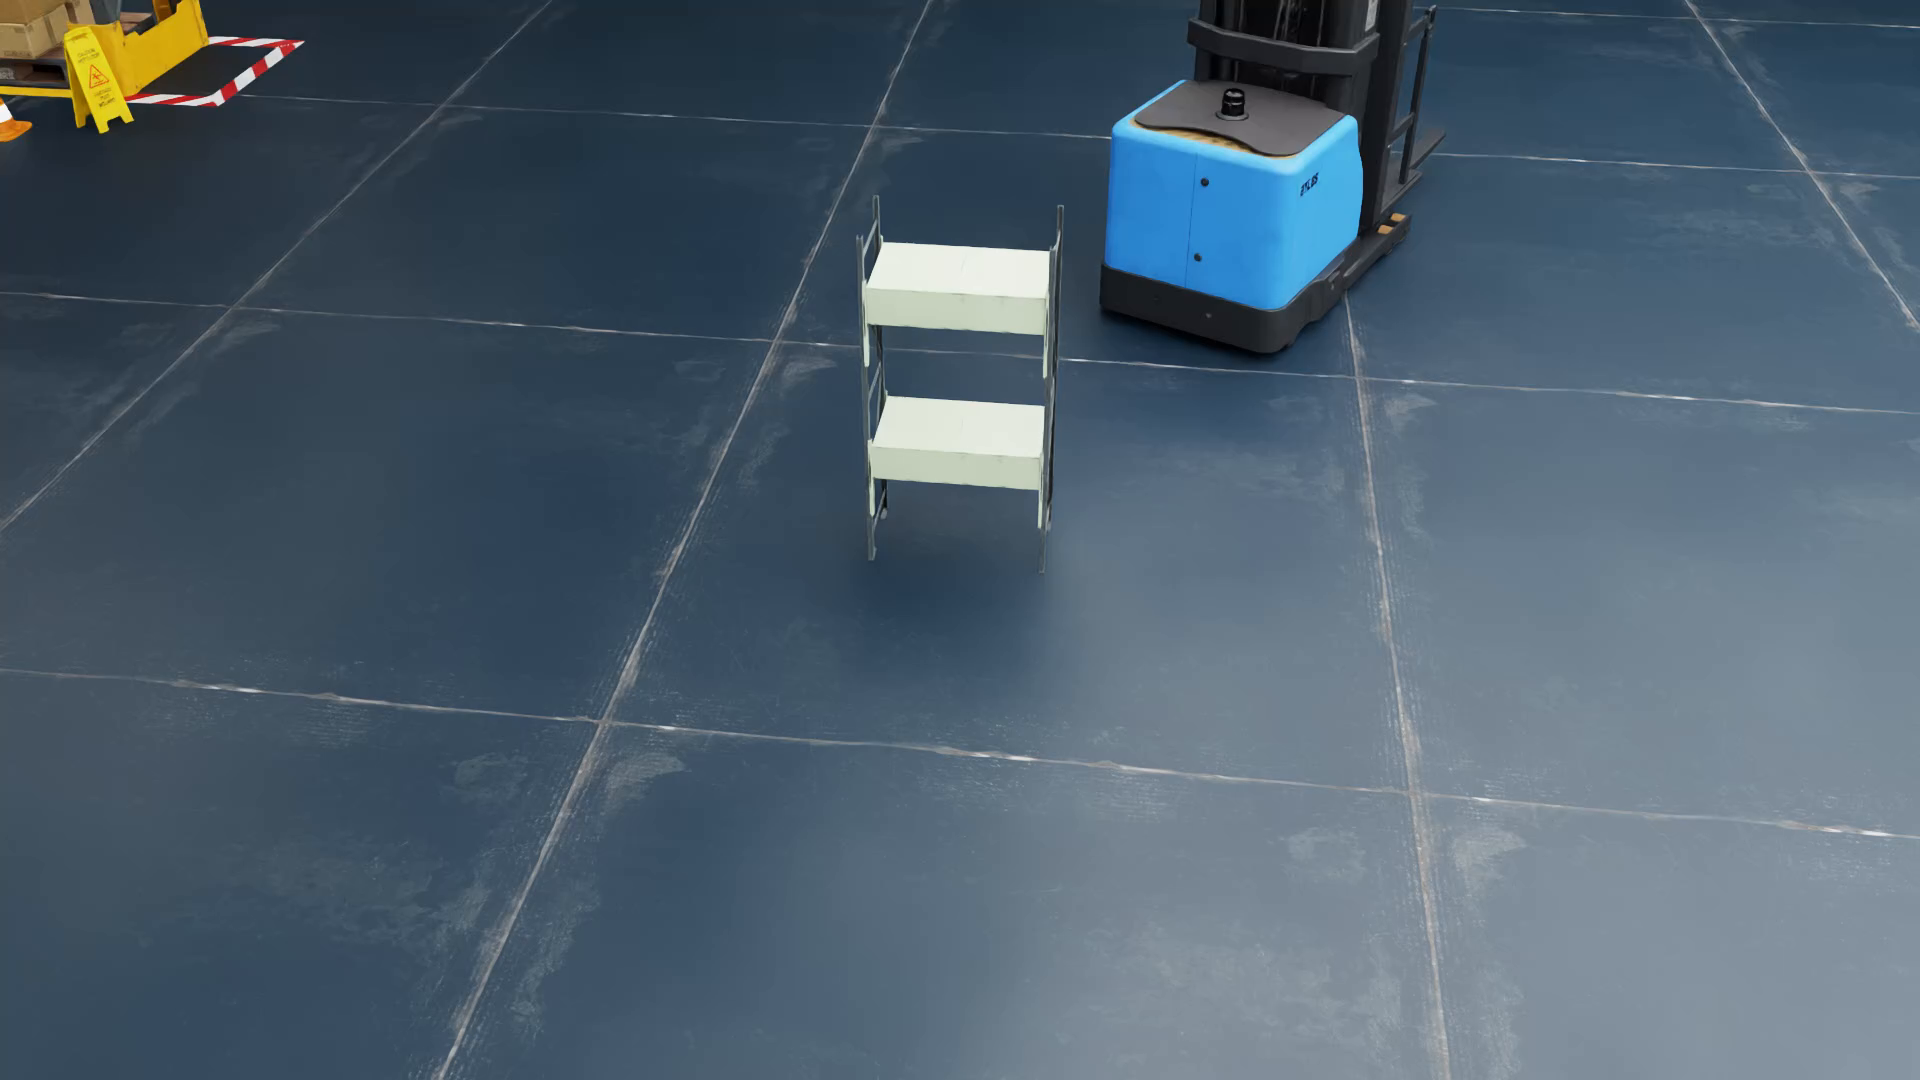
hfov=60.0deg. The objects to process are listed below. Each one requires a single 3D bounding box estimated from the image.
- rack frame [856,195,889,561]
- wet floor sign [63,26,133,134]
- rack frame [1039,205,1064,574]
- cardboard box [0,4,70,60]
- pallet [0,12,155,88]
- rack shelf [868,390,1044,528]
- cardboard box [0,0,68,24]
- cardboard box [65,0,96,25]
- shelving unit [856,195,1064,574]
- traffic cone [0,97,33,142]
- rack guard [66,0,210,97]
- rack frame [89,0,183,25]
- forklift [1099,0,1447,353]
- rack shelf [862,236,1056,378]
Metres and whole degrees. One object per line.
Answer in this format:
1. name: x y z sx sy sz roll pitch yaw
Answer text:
1. rack frame: -0.356 -0.637 6.852 0.023 1.500 0.400 4 36 6
2. wet floor sign: -5.735 -3.053 10.972 0.232 0.644 0.267 17 39 22
3. rack frame: 0.370 -0.583 6.776 0.023 1.500 0.400 4 36 6
4. cardboard box: -6.647 -3.600 11.717 0.500 0.250 0.500 4 36 6
5. pallet: -6.664 -3.593 12.102 1.213 0.211 1.003 4 36 6
6. rack shelf: 0.007 -0.345 7.003 0.720 0.370 0.431 4 36 6
7. cardboard box: -6.615 -3.907 11.503 0.500 0.500 0.500 4 36 6
8. cardboard box: -6.552 -3.912 12.155 0.500 0.250 0.500 4 36 6
9. shelving unit: 0.007 -0.610 6.814 0.755 1.500 0.431 4 36 6
10. traffic cone: -6.378 -2.897 10.911 0.334 0.463 0.336 4 36 6
11. rack guard: -5.863 -3.630 11.905 0.348 0.500 1.175 4 36 6
12. rack frame: -5.787 -4.641 11.171 0.127 3.000 1.000 4 36 6
13. forklift: 1.968 -2.965 8.882 1.130 2.935 3.031 21 40 26
14. rack shelf: 0.007 -0.928 6.587 0.720 0.370 0.431 4 36 6
